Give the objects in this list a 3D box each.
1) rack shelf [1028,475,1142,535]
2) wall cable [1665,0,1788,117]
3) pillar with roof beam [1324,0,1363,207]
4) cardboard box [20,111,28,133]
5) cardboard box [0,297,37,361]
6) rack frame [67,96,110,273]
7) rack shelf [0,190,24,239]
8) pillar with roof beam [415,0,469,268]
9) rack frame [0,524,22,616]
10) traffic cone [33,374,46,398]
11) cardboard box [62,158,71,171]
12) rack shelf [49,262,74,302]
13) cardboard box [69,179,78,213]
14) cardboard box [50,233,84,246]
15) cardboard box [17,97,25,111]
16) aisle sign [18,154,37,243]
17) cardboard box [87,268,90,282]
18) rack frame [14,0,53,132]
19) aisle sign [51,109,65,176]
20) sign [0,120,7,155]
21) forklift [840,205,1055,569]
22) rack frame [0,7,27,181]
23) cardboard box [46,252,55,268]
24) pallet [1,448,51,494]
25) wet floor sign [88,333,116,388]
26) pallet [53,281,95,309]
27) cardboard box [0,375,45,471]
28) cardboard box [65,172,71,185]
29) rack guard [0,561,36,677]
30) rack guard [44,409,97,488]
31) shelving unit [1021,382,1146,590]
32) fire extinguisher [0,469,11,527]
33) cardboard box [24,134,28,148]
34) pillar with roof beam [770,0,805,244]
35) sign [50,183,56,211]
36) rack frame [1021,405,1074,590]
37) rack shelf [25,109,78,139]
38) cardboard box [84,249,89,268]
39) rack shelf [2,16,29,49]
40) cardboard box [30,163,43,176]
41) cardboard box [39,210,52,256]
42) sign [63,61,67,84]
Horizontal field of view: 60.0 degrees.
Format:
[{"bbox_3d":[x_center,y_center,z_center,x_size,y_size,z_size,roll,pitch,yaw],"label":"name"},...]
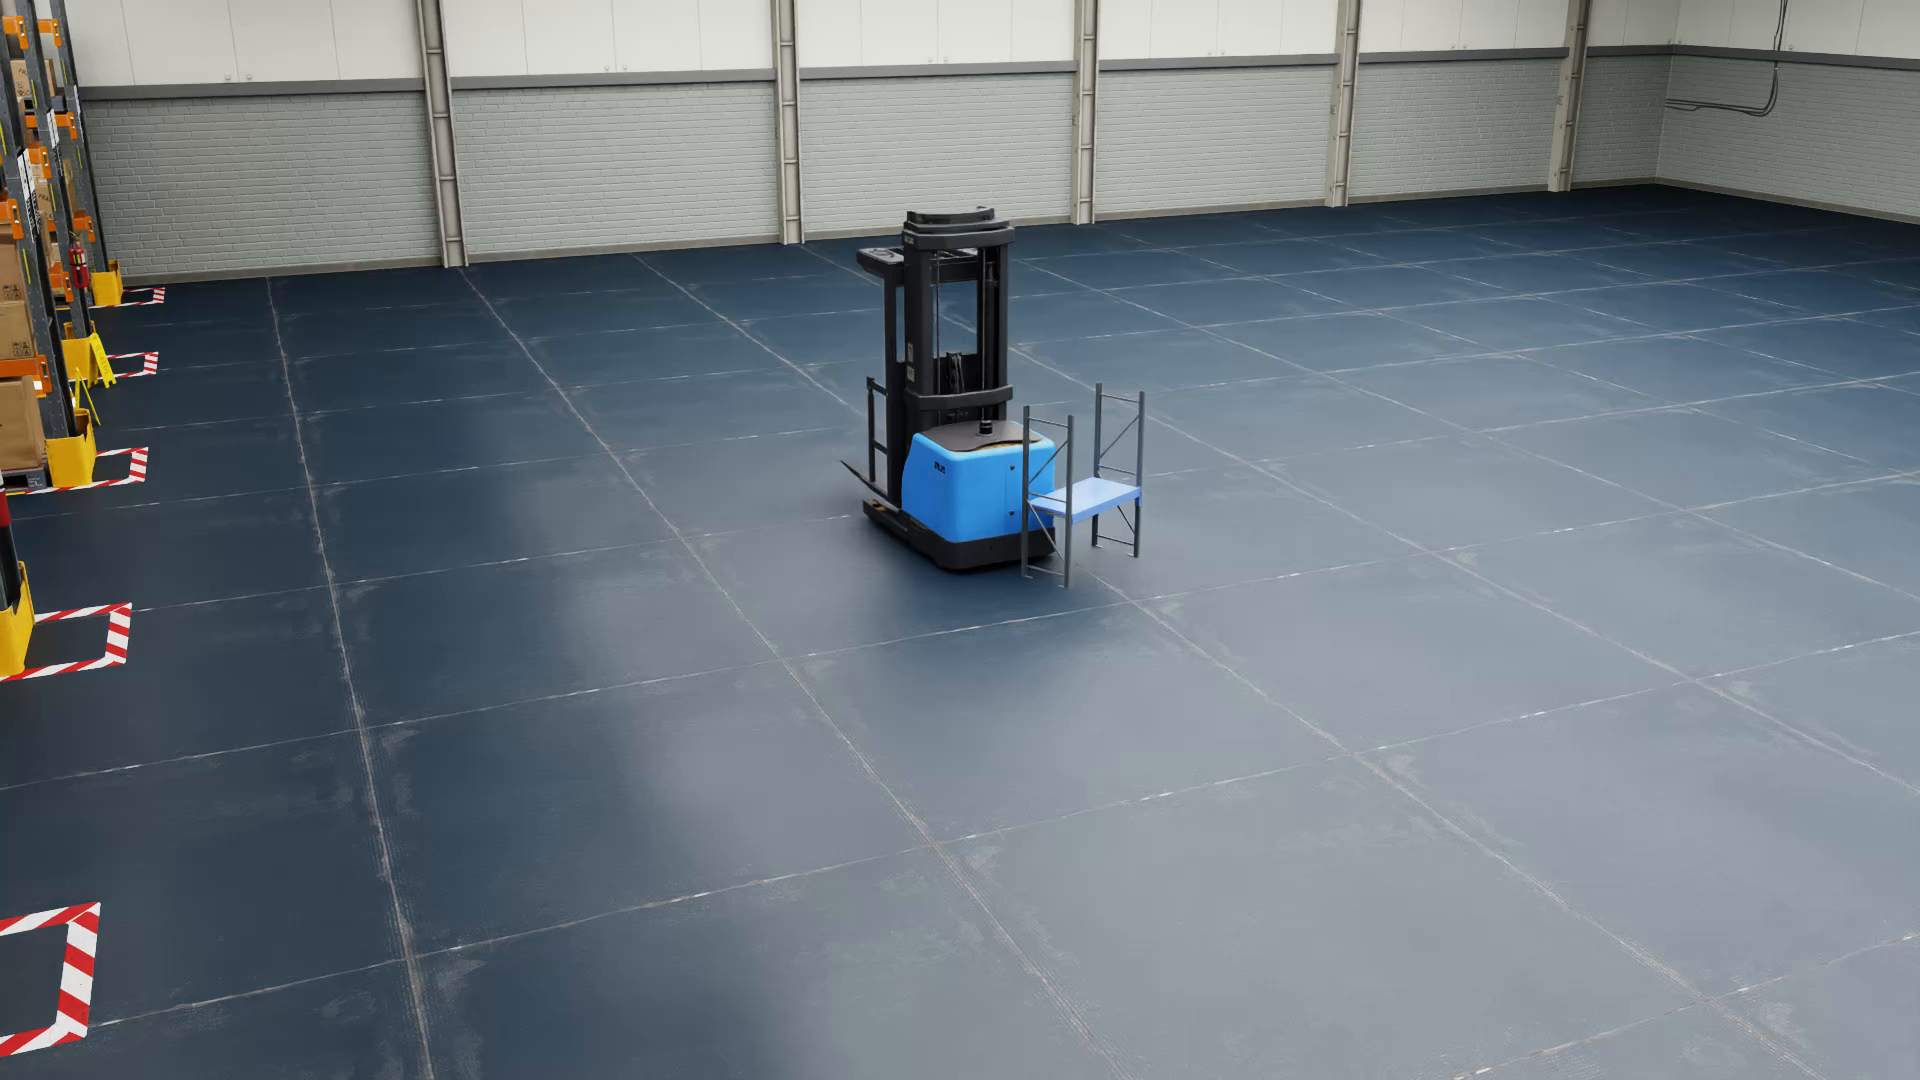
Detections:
[{"bbox_3d":[1.050,-0.308,14.212,0.538,0.185,1.000,16,25,38],"label":"rack shelf"},{"bbox_3d":[16.661,-10.607,36.305,0.112,2.526,3.097,-8,21,-22],"label":"wall cable"},{"bbox_3d":[9.628,-9.985,29.863,0.400,9.000,9.100,-8,21,-22],"label":"pillar with roof beam"},{"bbox_3d":[-11.716,-5.114,20.324,0.500,0.250,0.500,-9,21,-23],"label":"cardboard box"},{"bbox_3d":[-9.418,-2.126,16.351,0.550,0.550,0.875,-8,21,-22],"label":"cardboard box"},{"bbox_3d":[-13.118,-5.127,25.101,0.127,3.000,1.000,-8,21,-22],"label":"rack frame"},{"bbox_3d":[-10.932,-2.930,15.428,4.000,0.370,1.077,-8,21,-22],"label":"rack shelf"},{"bbox_3d":[-6.900,-7.617,23.138,0.400,9.000,9.100,-8,21,-22],"label":"pillar with roof beam"},{"bbox_3d":[-7.223,-0.592,12.220,0.127,3.000,1.000,-8,21,-22],"label":"rack frame"},{"bbox_3d":[-11.032,-1.968,19.947,0.334,0.463,0.336,-8,21,-22],"label":"traffic cone"},{"bbox_3d":[-13.511,-5.642,24.987,0.250,0.149,0.380,-9,21,-23],"label":"cardboard box"},{"bbox_3d":[-12.985,-3.012,20.176,4.000,0.370,1.077,-8,21,-22],"label":"rack shelf"},{"bbox_3d":[-13.683,-5.194,25.140,0.500,0.500,0.500,-7,21,-20],"label":"cardboard box"},{"bbox_3d":[-13.634,-4.495,25.306,0.500,0.250,0.500,-8,21,-23],"label":"cardboard box"},{"bbox_3d":[-11.556,-5.302,20.258,0.250,0.149,0.380,-8,21,-22],"label":"cardboard box"},{"bbox_3d":[-8.911,-3.262,15.889,0.004,0.787,0.394,-8,21,-22],"label":"aisle sign"},{"bbox_3d":[-13.647,-4.024,25.474,0.500,0.250,0.500,-8,21,-22],"label":"cardboard box"},{"bbox_3d":[-11.149,-6.444,19.807,0.127,3.000,1.000,-8,21,-22],"label":"rack frame"},{"bbox_3d":[-11.214,-4.943,20.663,0.004,0.787,0.394,-8,21,-22],"label":"aisle sign"},{"bbox_3d":[-8.893,-3.746,15.447,0.005,0.325,0.100,-8,21,-22],"label":"sign"},{"bbox_3d":[-0.257,-1.583,15.138,1.130,2.935,3.031,-9,21,-24],"label":"forklift"},{"bbox_3d":[-9.095,-4.948,15.558,0.127,3.000,1.000,-8,21,-22],"label":"rack frame"},{"bbox_3d":[-11.543,-3.514,20.897,0.250,0.149,0.380,-8,21,-22],"label":"cardboard box"},{"bbox_3d":[-9.798,-0.674,16.651,1.213,0.211,1.003,-8,21,-22],"label":"pallet"},{"bbox_3d":[-10.550,-2.202,20.339,0.232,0.644,0.267,-1,19,-3],"label":"wet floor sign"},{"bbox_3d":[-13.804,-3.699,25.242,1.213,0.211,1.003,-8,21,-22],"label":"pallet"},{"bbox_3d":[-9.692,-1.205,16.527,0.875,0.875,0.875,-8,21,-22],"label":"cardboard box"},{"bbox_3d":[-13.325,-5.349,24.604,0.250,0.149,0.380,-8,21,-21],"label":"cardboard box"},{"bbox_3d":[-7.293,0.597,12.607,0.348,0.500,1.175,-8,21,-22],"label":"rack guard"},{"bbox_3d":[-9.073,-0.942,16.978,0.348,0.500,1.175,-8,21,-22],"label":"rack guard"},{"bbox_3d":[1.050,-0.477,14.153,0.538,1.500,1.048,16,25,38],"label":"shelving unit"},{"bbox_3d":[-6.936,-0.430,11.877,0.183,0.674,0.296,-8,21,-22],"label":"fire extinguisher"},{"bbox_3d":[-11.365,-4.778,19.971,0.250,0.149,0.380,-8,21,-22],"label":"cardboard box"},{"bbox_3d":[-1.391,-8.406,25.380,0.400,9.000,9.100,-8,21,-22],"label":"pillar with roof beam"},{"bbox_3d":[-10.947,-4.138,20.070,0.005,0.325,0.100,-8,21,-22],"label":"sign"},{"bbox_3d":[0.722,-0.349,13.787,0.500,1.500,0.032,16,25,38],"label":"rack frame"},{"bbox_3d":[-14.955,-5.940,23.975,4.000,0.370,1.077,-8,21,-22],"label":"rack shelf"},{"bbox_3d":[-13.632,-4.266,25.409,0.500,0.250,0.500,-8,21,-21],"label":"cardboard box"},{"bbox_3d":[-12.985,-5.840,19.180,4.000,0.370,1.077,-8,21,-22],"label":"rack shelf"},{"bbox_3d":[-13.578,-5.468,24.492,0.250,0.149,0.380,-8,21,-22],"label":"cardboard box"},{"bbox_3d":[-11.693,-3.824,20.801,0.500,0.500,0.500,-8,21,-23],"label":"cardboard box"},{"bbox_3d":[-12.916,-6.755,23.994,0.005,0.325,0.100,-8,21,-22],"label":"sign"}]
